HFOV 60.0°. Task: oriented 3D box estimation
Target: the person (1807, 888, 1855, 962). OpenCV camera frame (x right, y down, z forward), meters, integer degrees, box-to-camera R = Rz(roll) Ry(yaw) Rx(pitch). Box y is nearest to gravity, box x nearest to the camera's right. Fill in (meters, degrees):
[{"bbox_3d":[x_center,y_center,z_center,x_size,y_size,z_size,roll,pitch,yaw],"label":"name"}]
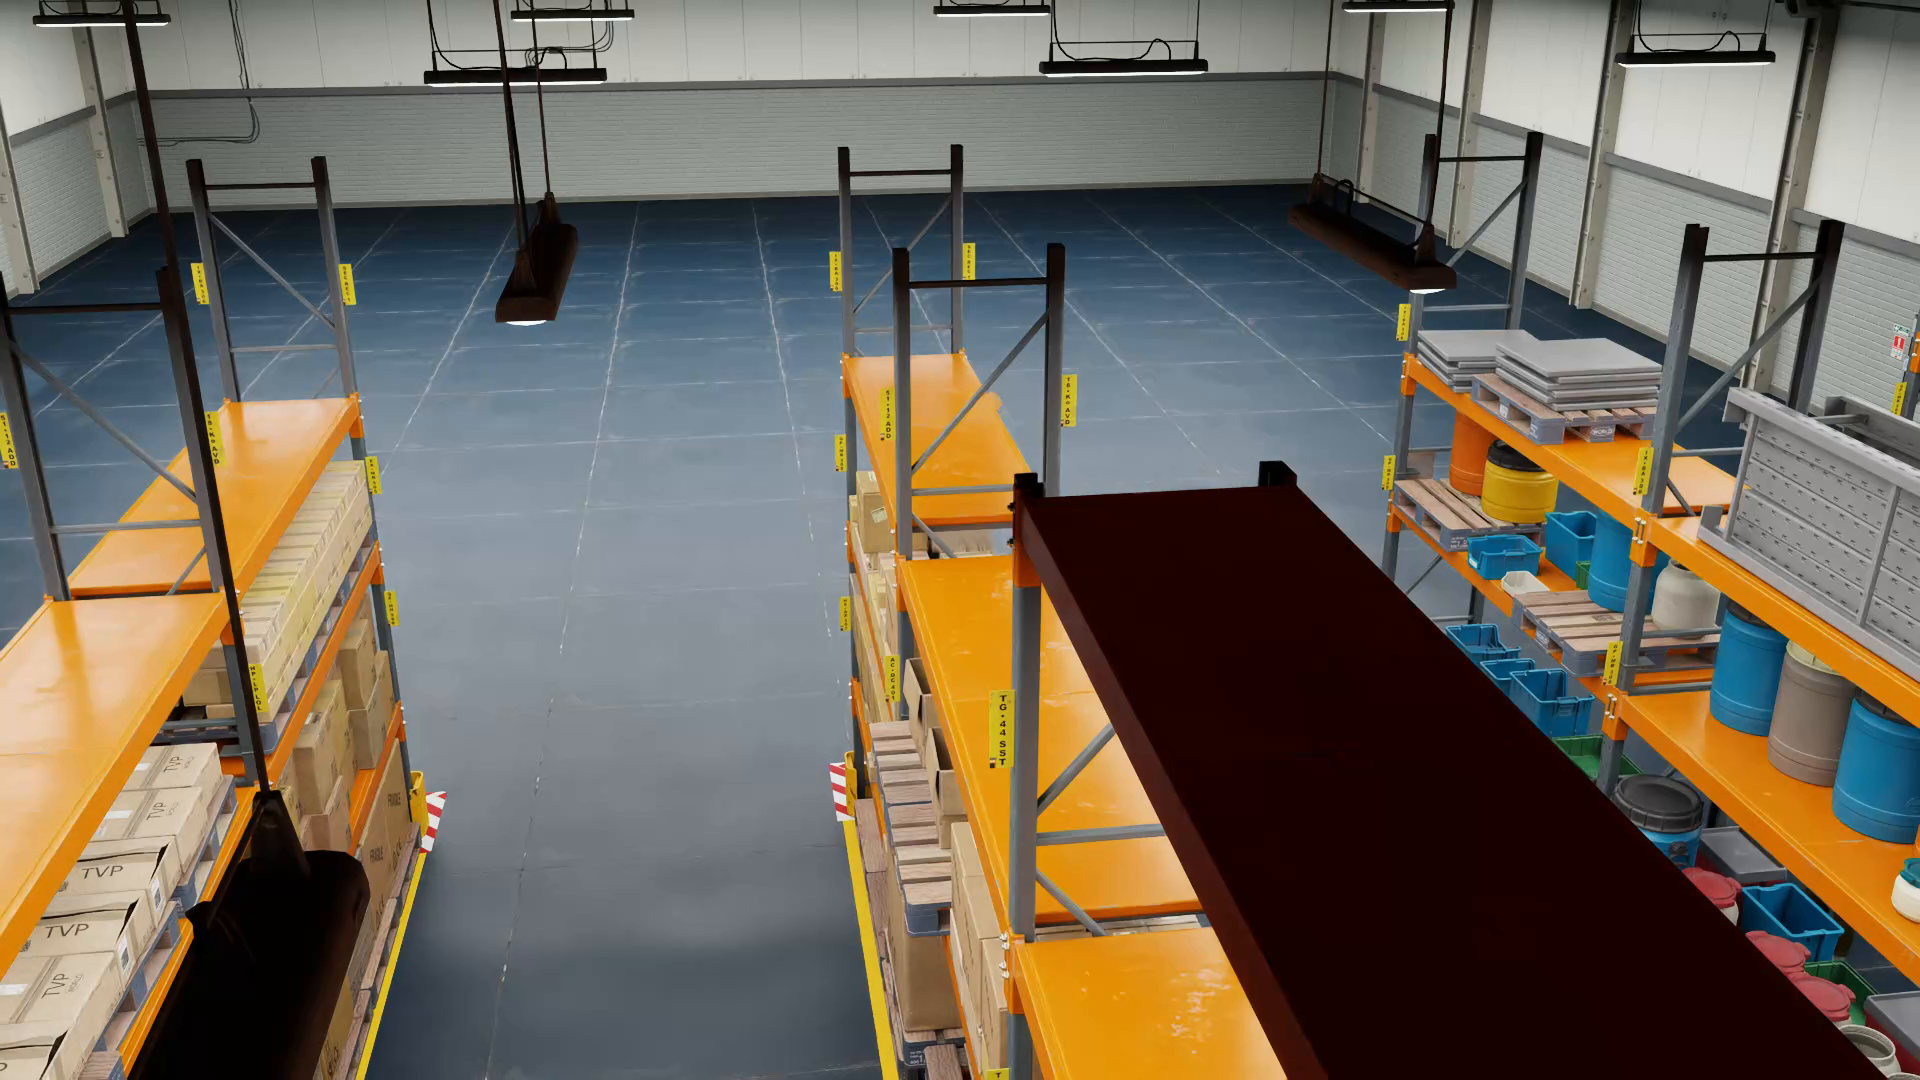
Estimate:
[{"bbox_3d":[6.803,2.516,12.867,0.509,1.777,0.603,-4,22,-10],"label":"person"}]
